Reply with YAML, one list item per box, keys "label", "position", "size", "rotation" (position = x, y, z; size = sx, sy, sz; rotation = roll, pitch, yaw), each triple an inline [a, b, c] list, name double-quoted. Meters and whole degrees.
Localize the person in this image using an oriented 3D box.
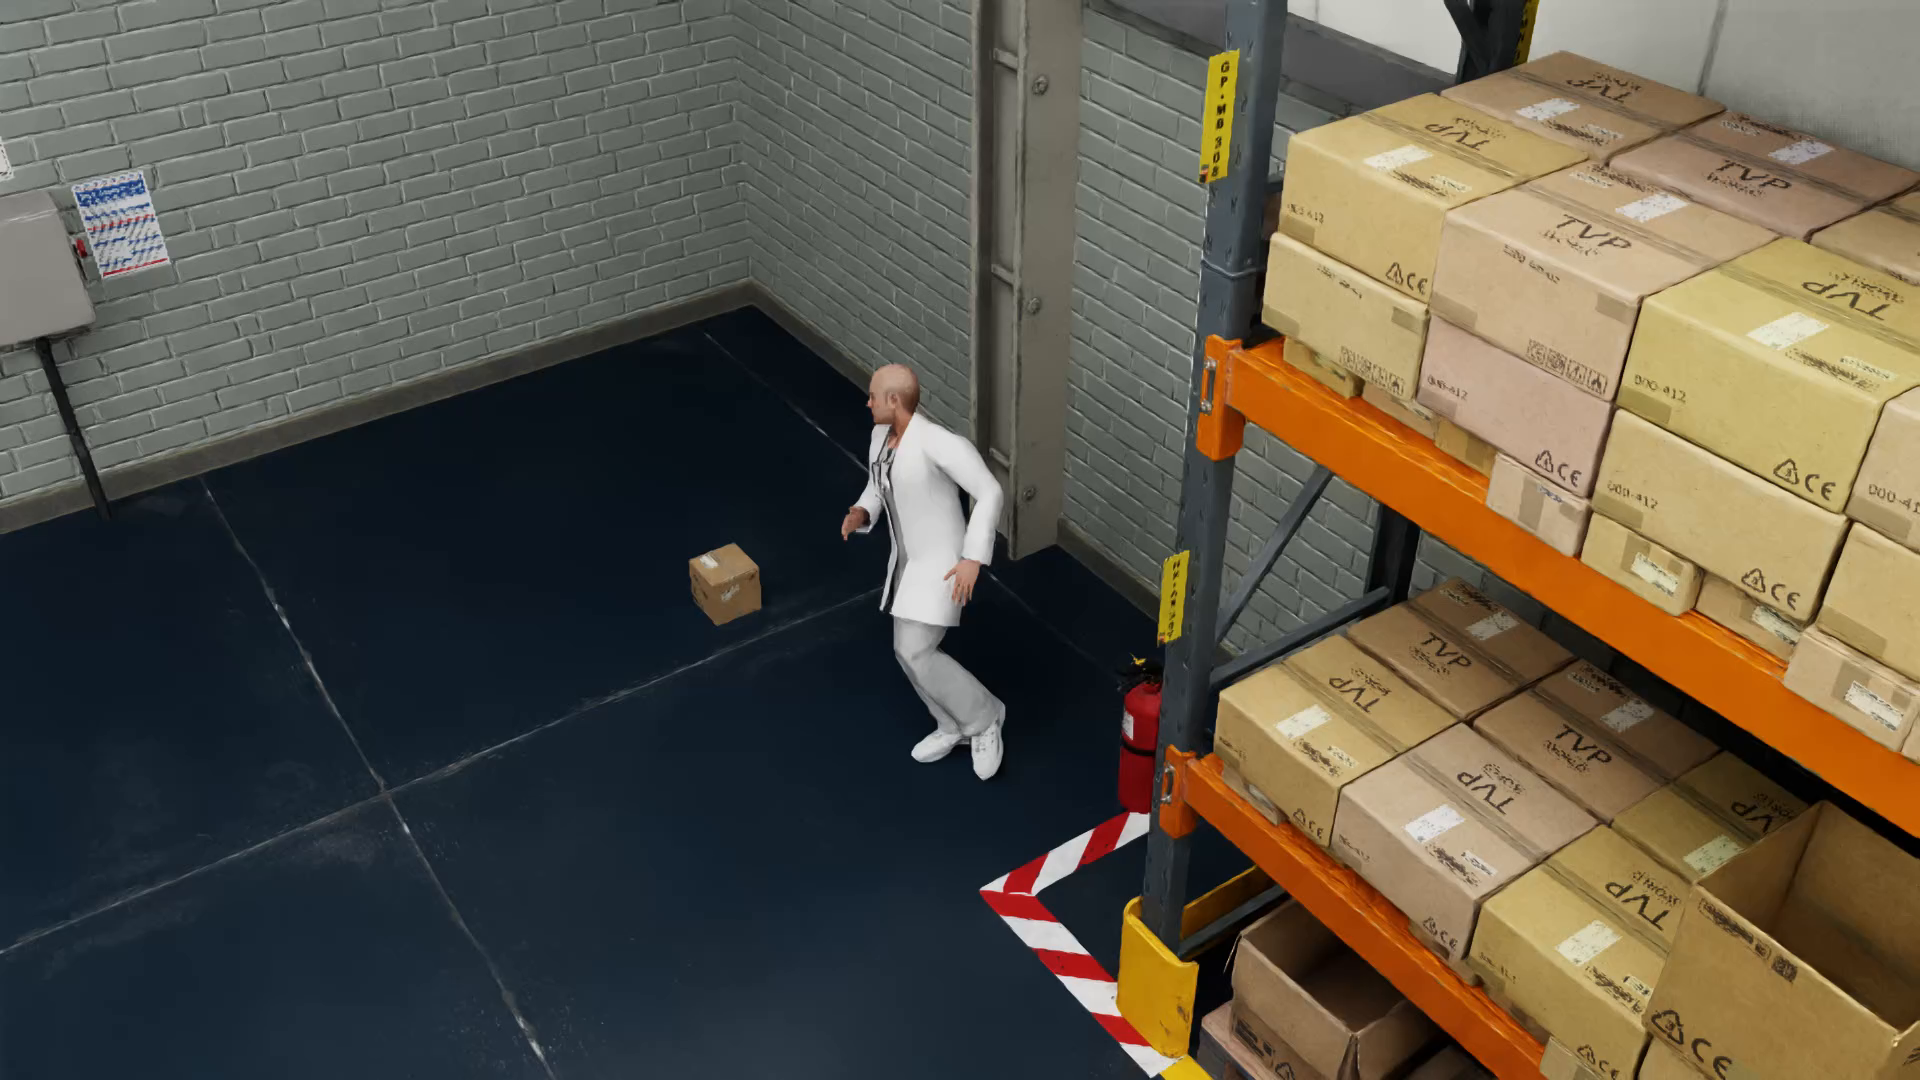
- label: "person"
  position: [-0.186, 0.143, 6.910]
  size: [0.582, 1.662, 0.965]
  rotation: [-19, 40, -24]
